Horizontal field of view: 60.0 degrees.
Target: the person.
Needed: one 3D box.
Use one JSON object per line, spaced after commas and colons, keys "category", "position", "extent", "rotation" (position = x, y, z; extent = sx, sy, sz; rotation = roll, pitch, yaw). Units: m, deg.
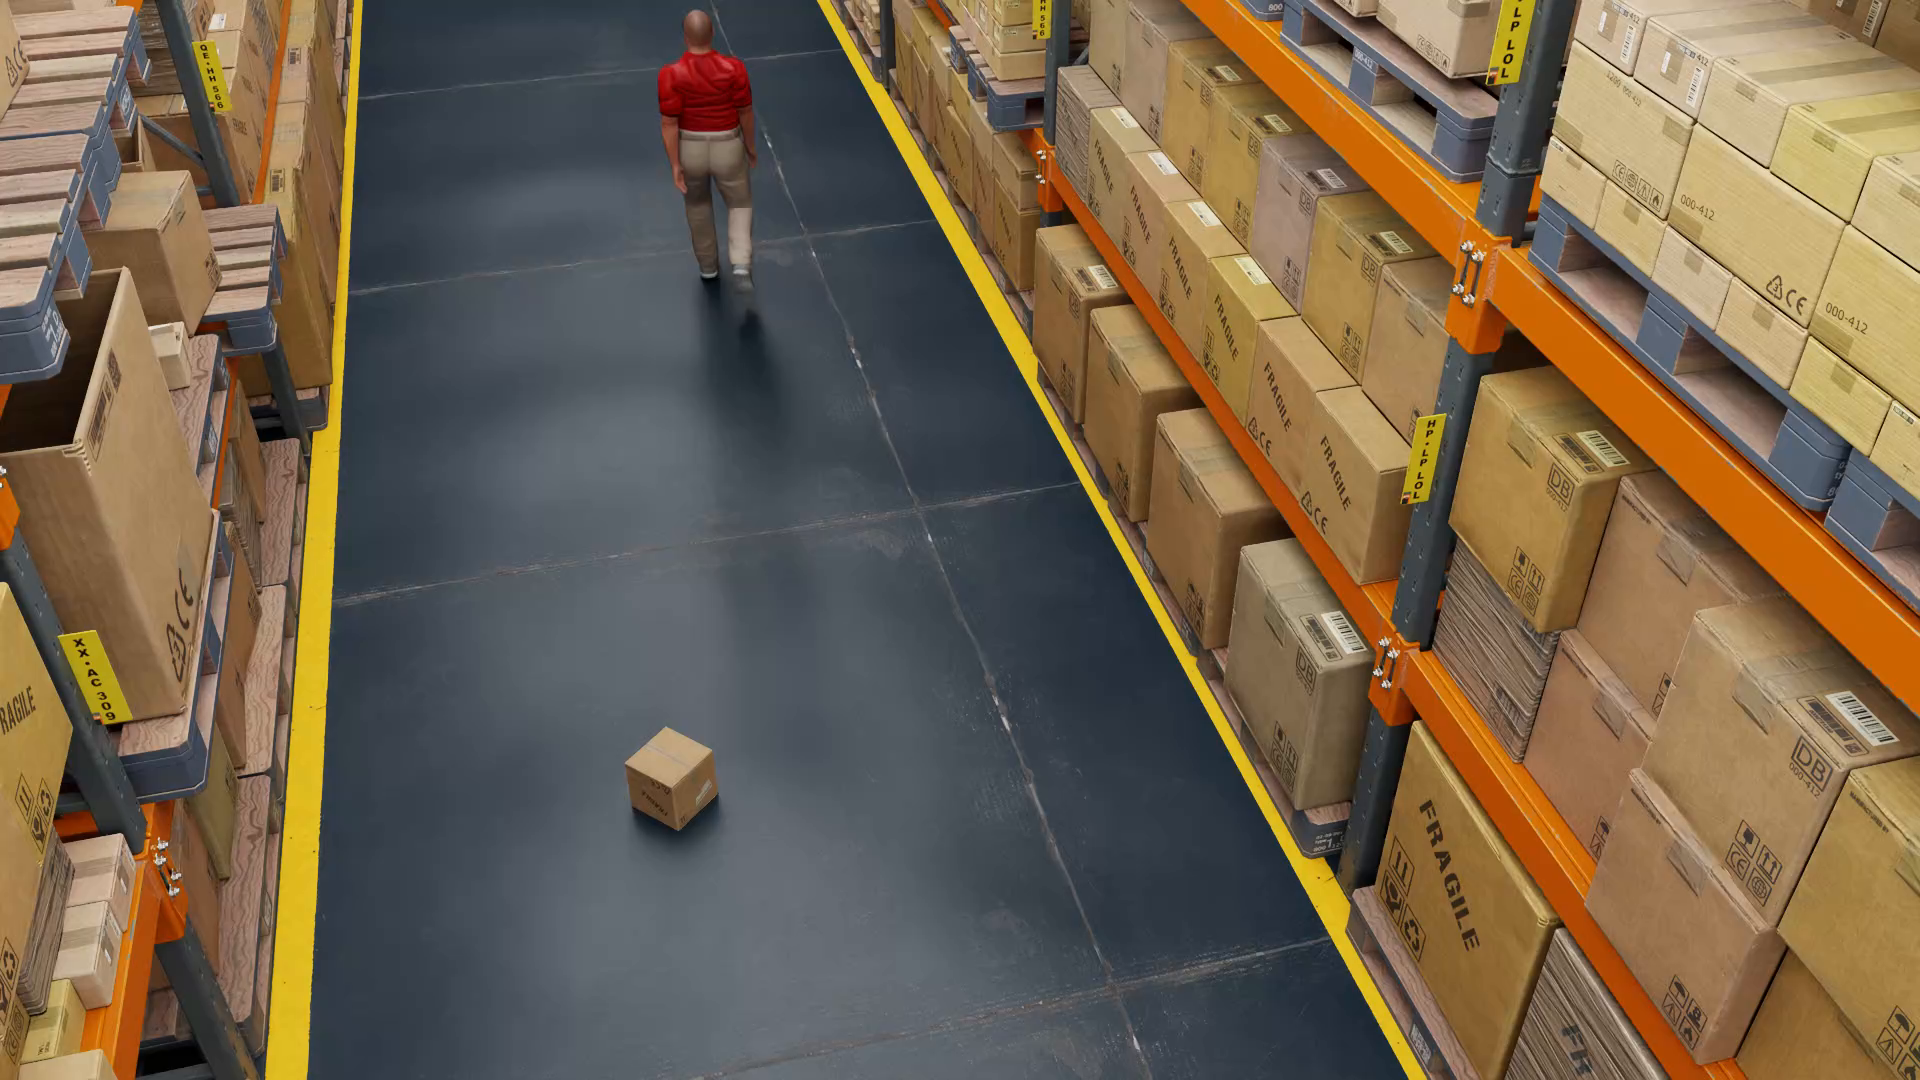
{"category": "person", "position": [-1.428, -2.212, 9.549], "extent": [0.524, 1.693, 0.815], "rotation": [-5, 38, -6]}
